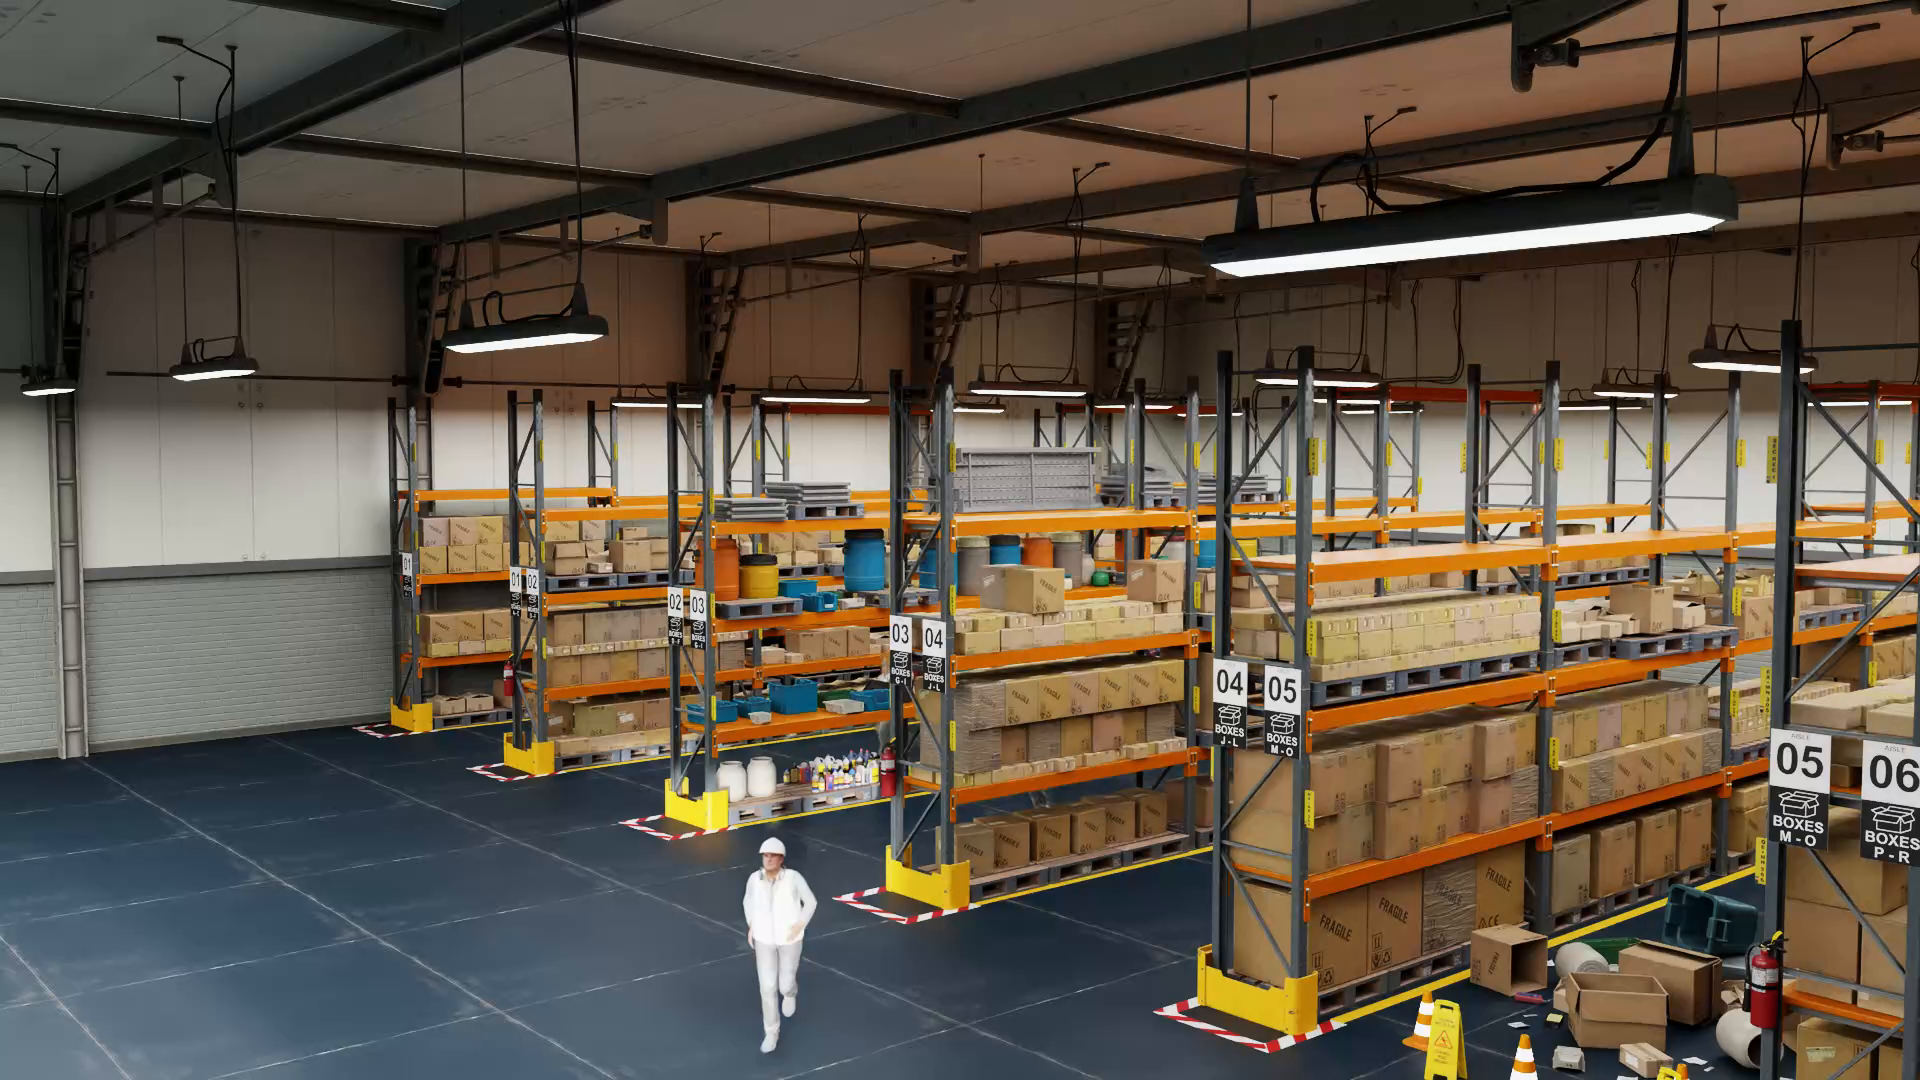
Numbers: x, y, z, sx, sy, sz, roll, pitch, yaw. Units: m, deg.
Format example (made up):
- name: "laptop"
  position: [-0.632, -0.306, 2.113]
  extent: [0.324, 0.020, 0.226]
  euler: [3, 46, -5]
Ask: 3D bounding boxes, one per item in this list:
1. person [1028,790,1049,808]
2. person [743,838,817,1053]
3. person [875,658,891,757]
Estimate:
- name: "person"
  position: [0.990, 3.048, 22.710]
  extent: [0.524, 1.558, 0.537]
  euler: [3, 4, 42]
- name: "person"
  position: [-1.563, 3.444, 14.435]
  extent: [0.661, 1.780, 0.783]
  euler: [0, 3, 5]
- name: "person"
  position: [-1.173, 2.752, 27.225]
  extent: [0.617, 1.665, 0.696]
  euler: [3, 4, 39]
